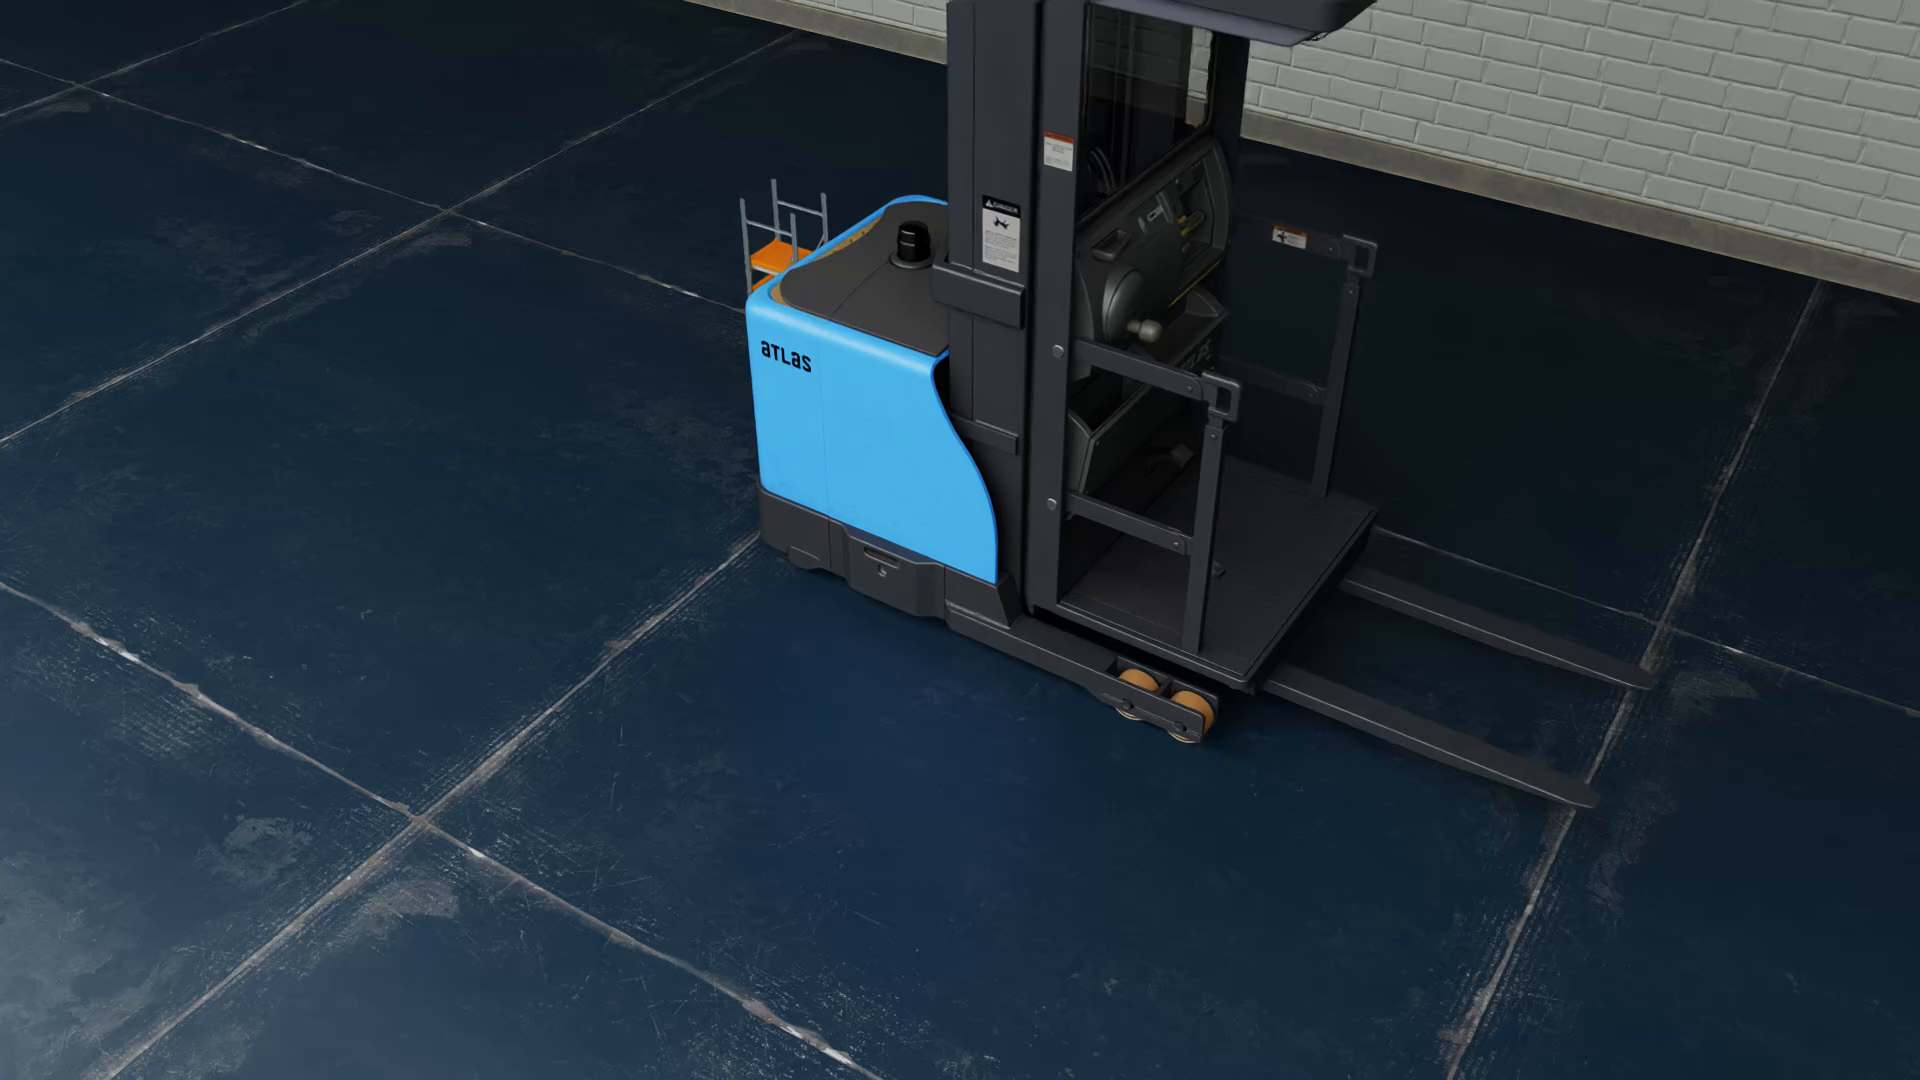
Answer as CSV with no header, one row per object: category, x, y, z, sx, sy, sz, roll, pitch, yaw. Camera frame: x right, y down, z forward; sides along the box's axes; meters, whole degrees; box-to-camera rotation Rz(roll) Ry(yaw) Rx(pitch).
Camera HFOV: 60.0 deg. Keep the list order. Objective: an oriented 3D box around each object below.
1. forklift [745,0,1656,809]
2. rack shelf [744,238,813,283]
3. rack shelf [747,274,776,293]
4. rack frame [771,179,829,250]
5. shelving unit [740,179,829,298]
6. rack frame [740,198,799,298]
forklift,0.776,-0.875,4.985,3.031,2.935,1.130,22,43,26
rack shelf,-0.622,-0.985,6.028,0.258,0.103,0.180,21,42,25
rack shelf,-0.622,-0.890,6.101,0.258,0.103,0.180,21,42,25
rack frame,-0.574,-0.782,6.282,0.240,1.200,0.006,21,42,25
shelving unit,-0.622,-0.735,6.220,0.258,1.200,0.189,21,42,25
rack frame,-0.671,-0.687,6.159,0.240,1.200,0.006,21,42,25
